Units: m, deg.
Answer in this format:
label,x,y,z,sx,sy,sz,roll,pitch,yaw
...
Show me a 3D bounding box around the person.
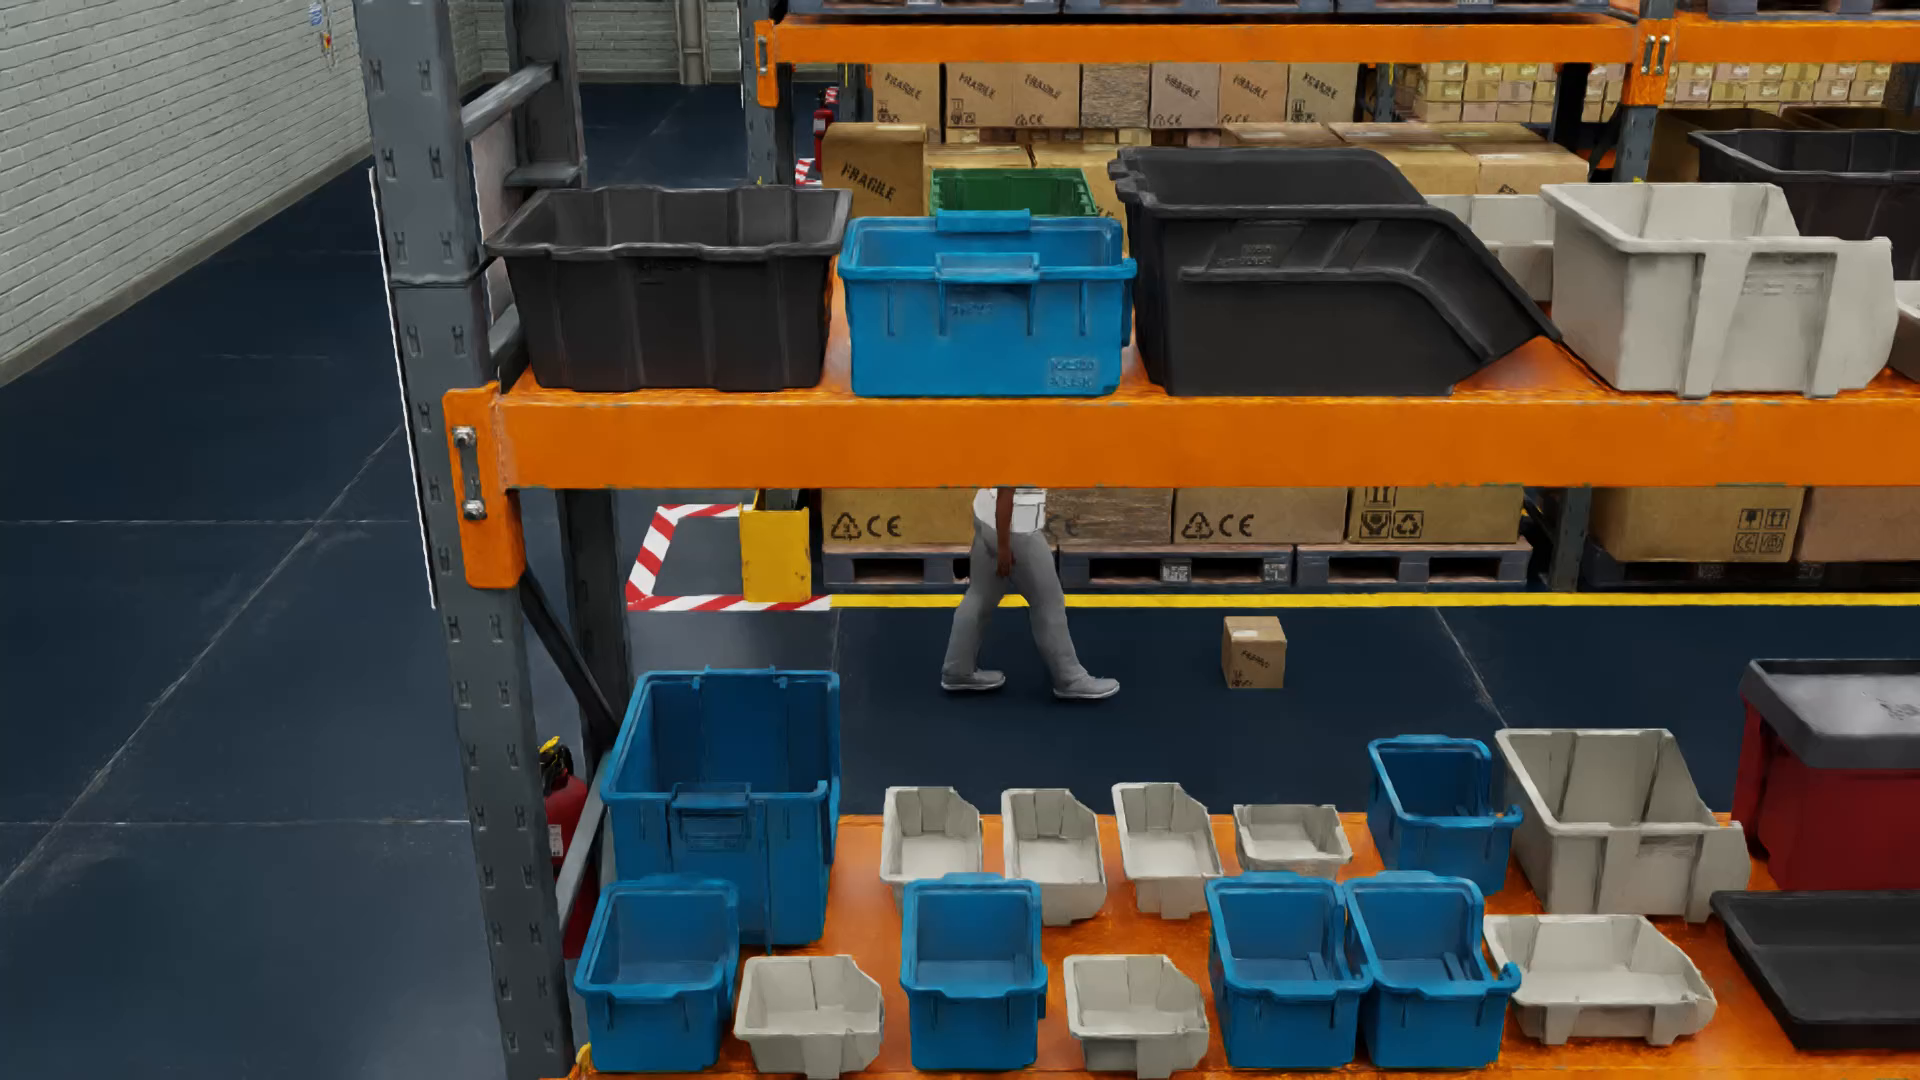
label,x,y,z,sx,sy,sz,roll,pitch,yaw
person,0.308,-0.089,7.261,0.791,1.636,0.467,-3,24,-6
